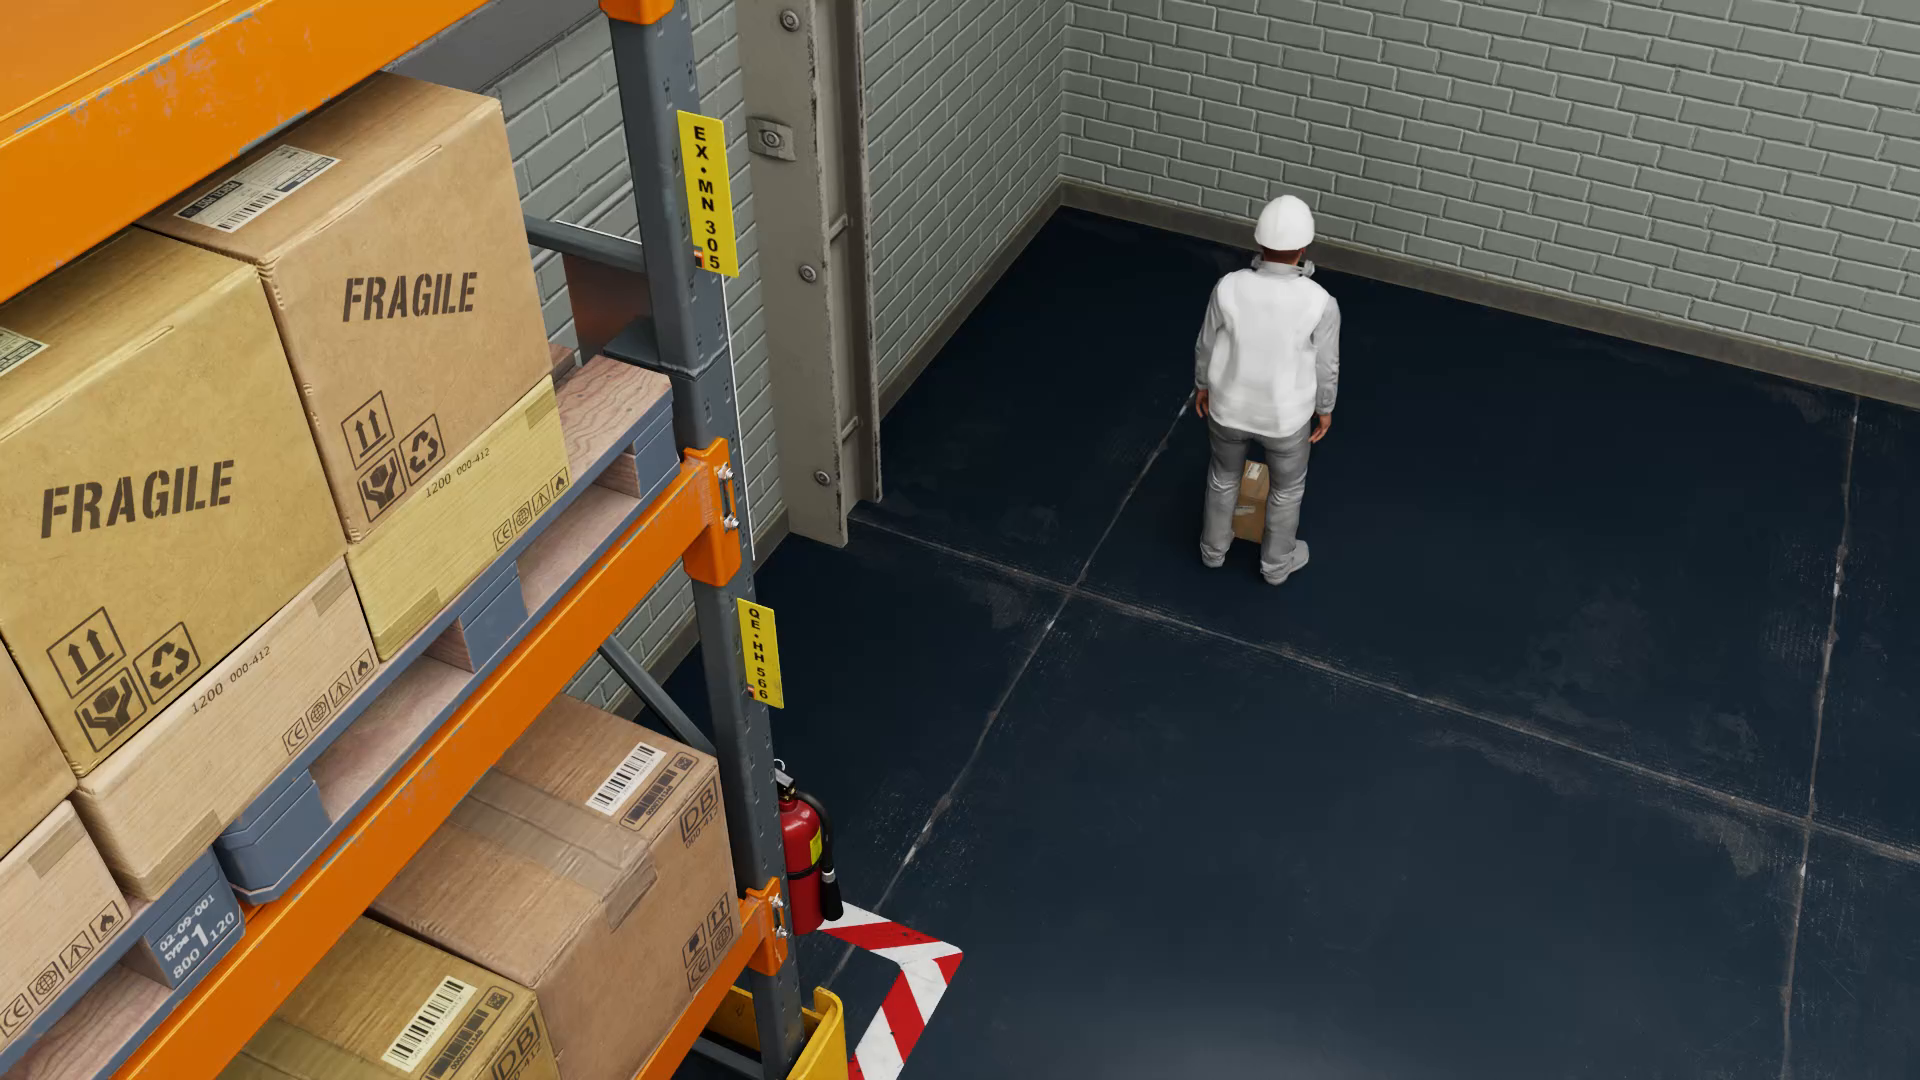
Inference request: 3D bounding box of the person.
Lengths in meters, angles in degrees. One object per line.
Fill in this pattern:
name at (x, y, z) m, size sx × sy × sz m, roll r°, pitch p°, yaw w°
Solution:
person at (1.235, -0.573, 6.784) m, size 0.582 × 1.769 × 0.465 m, roll 15°, pitch 44°, yaw 16°
